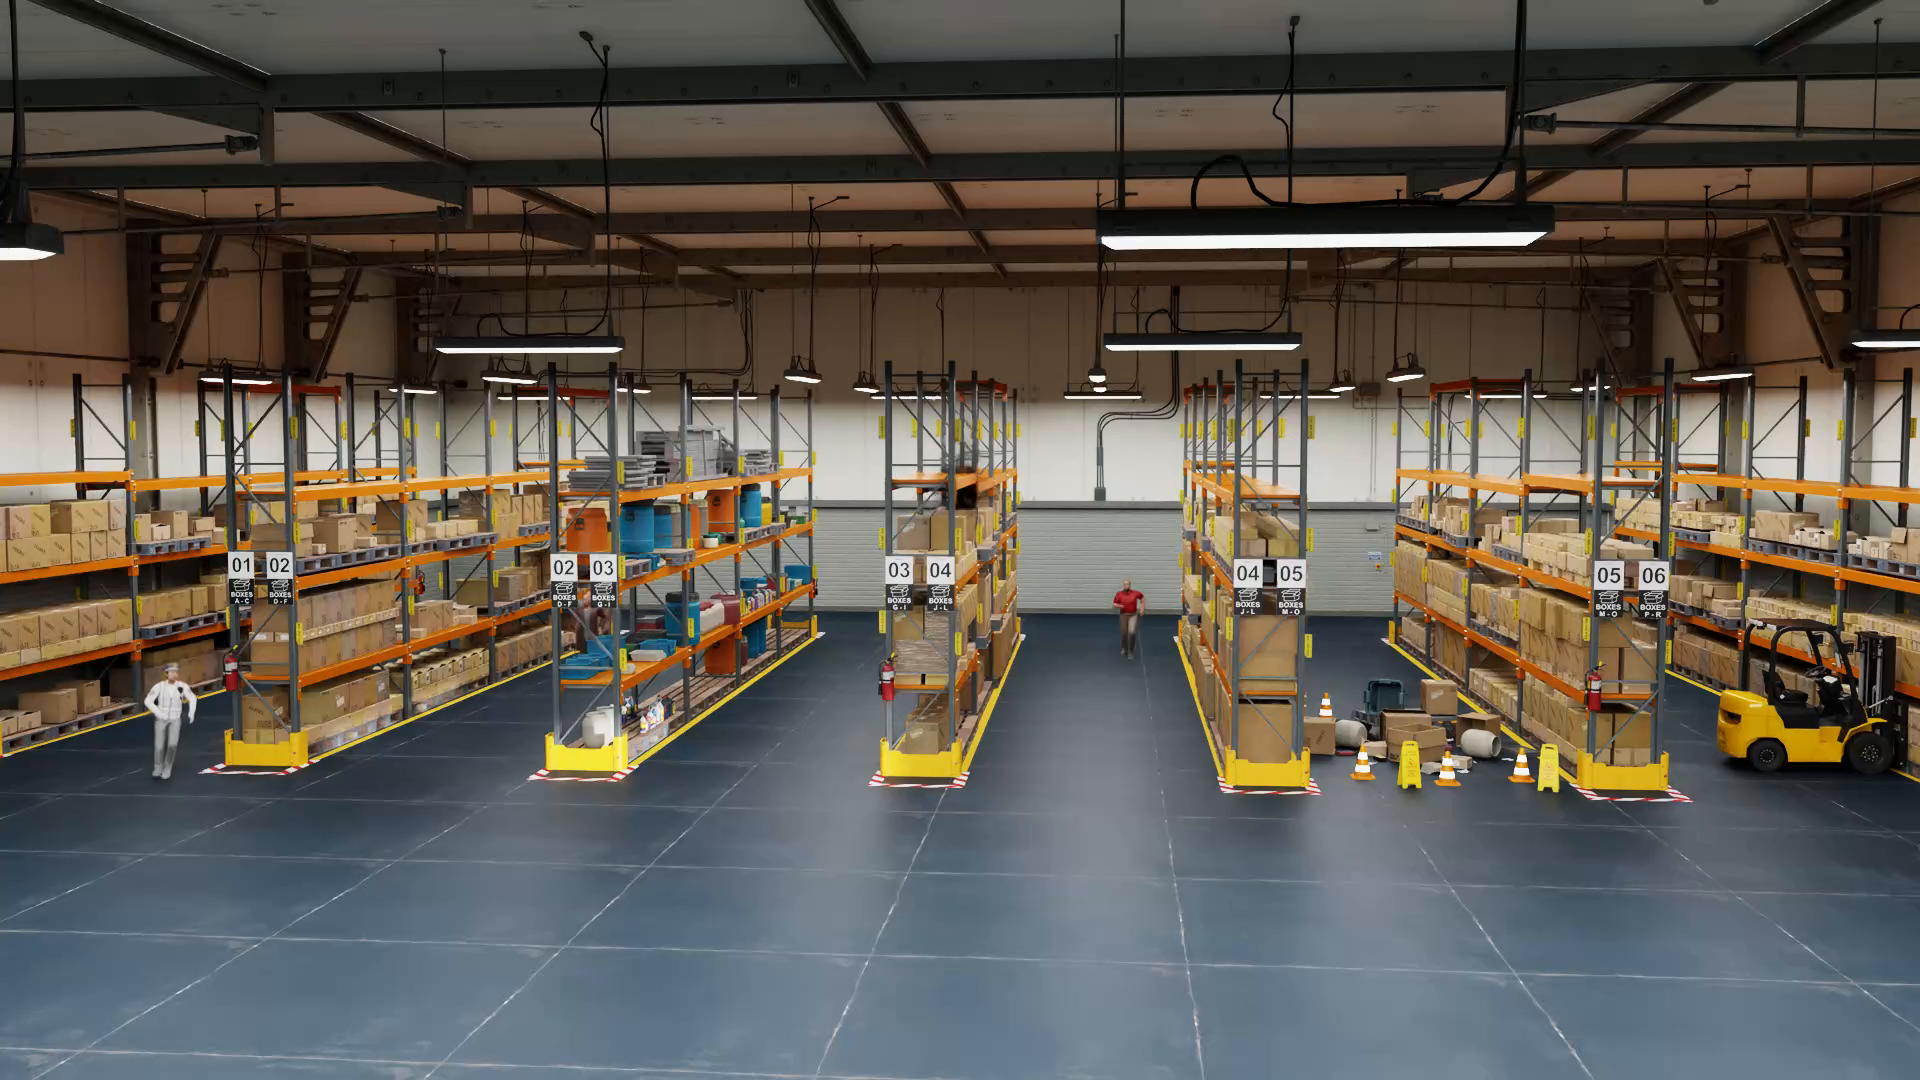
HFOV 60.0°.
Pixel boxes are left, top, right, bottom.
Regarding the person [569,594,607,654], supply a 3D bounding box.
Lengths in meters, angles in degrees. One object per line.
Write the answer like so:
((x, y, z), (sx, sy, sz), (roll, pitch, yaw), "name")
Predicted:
((-7.348, 1.946, 32.831), (0.712, 1.776, 1.037), (0, 4, -5), "person")

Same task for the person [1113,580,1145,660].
((3.704, 1.753, 36.518), (0.673, 1.779, 0.914), (1, 4, 13), "person")

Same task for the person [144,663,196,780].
((-11.358, 2.601, 23.941), (0.684, 1.676, 0.582), (-2, 4, -26), "person")
